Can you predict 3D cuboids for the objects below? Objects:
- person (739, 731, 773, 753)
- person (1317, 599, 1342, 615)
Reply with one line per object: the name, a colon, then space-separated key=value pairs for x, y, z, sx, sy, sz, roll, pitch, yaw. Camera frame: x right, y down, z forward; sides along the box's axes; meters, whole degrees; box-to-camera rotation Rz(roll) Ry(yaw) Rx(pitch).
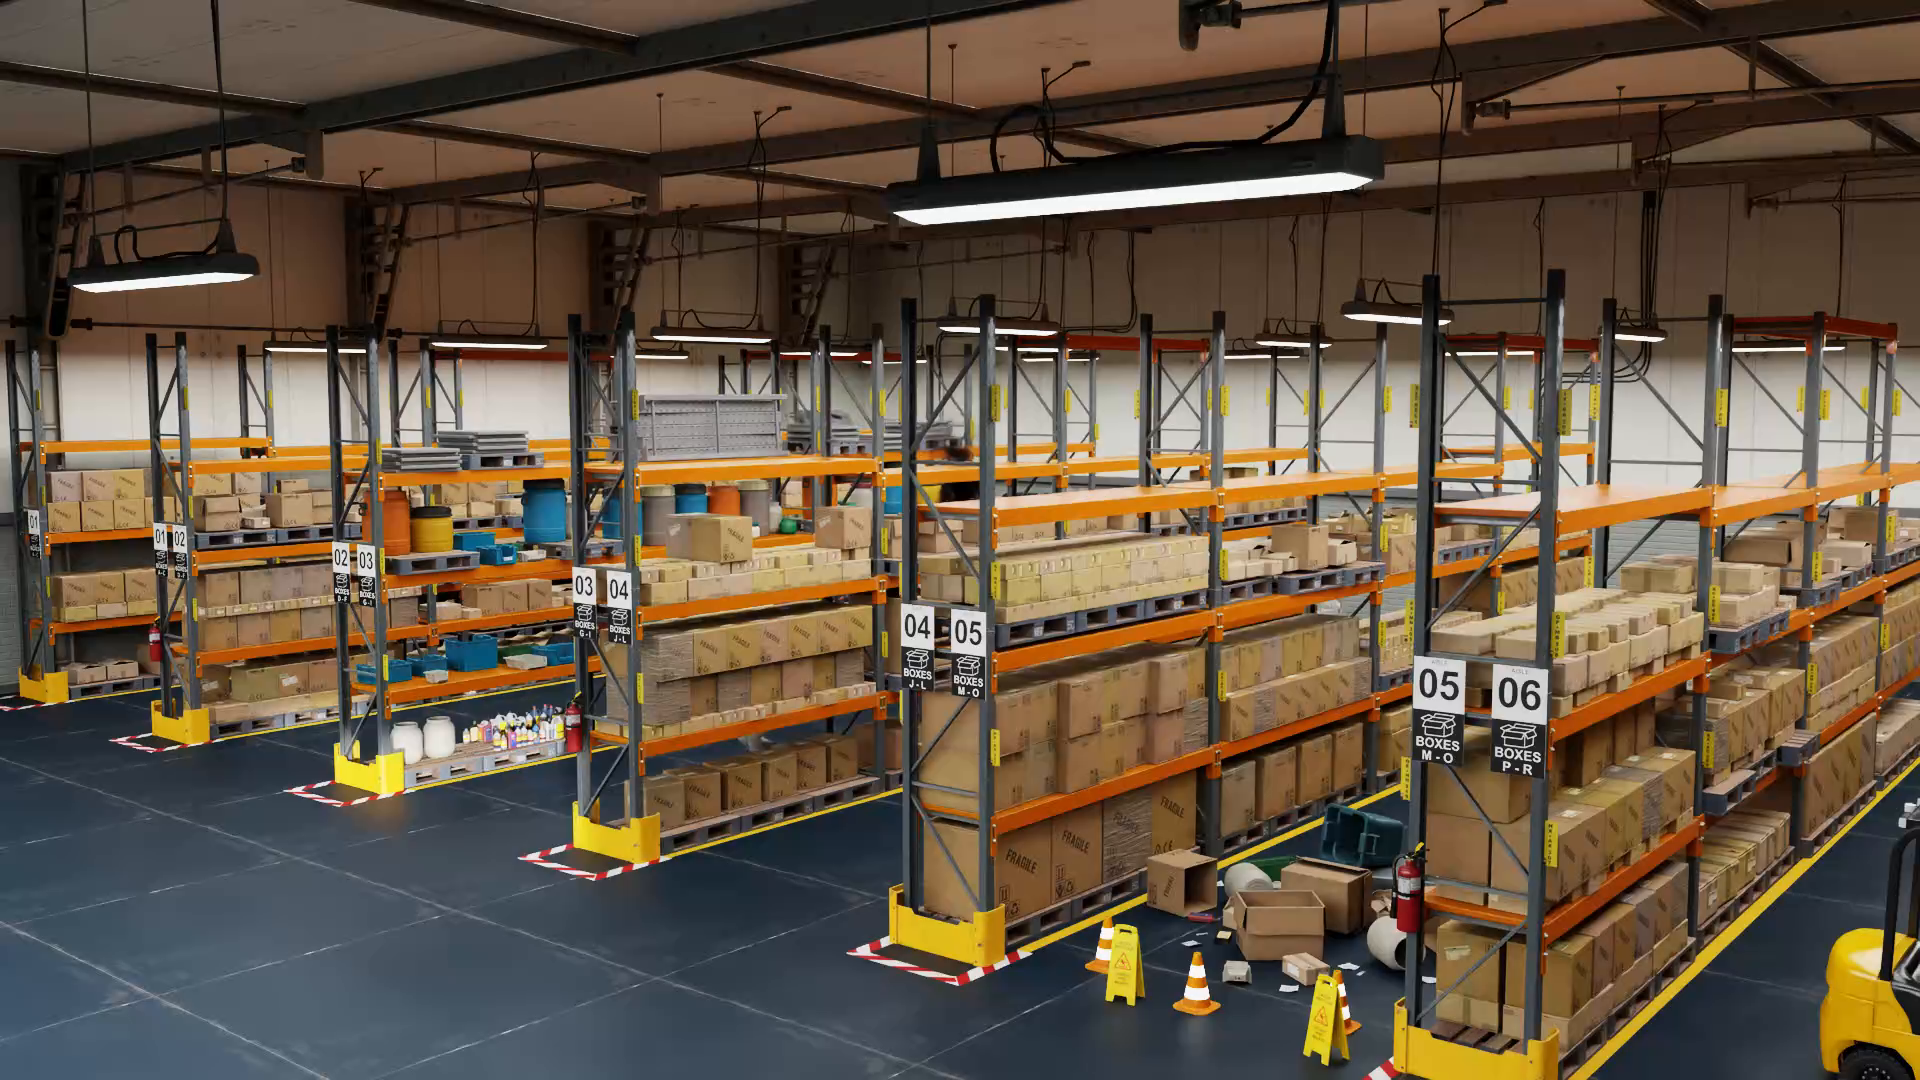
person: x=-2.711 y=2.276 z=22.456 sx=0.664 sy=1.742 sz=0.678 roll=3 pitch=6 yaw=34
person: x=6.990 y=1.481 z=31.622 sx=0.660 sy=1.670 sz=0.829 roll=-4 pitch=6 yaw=-37
